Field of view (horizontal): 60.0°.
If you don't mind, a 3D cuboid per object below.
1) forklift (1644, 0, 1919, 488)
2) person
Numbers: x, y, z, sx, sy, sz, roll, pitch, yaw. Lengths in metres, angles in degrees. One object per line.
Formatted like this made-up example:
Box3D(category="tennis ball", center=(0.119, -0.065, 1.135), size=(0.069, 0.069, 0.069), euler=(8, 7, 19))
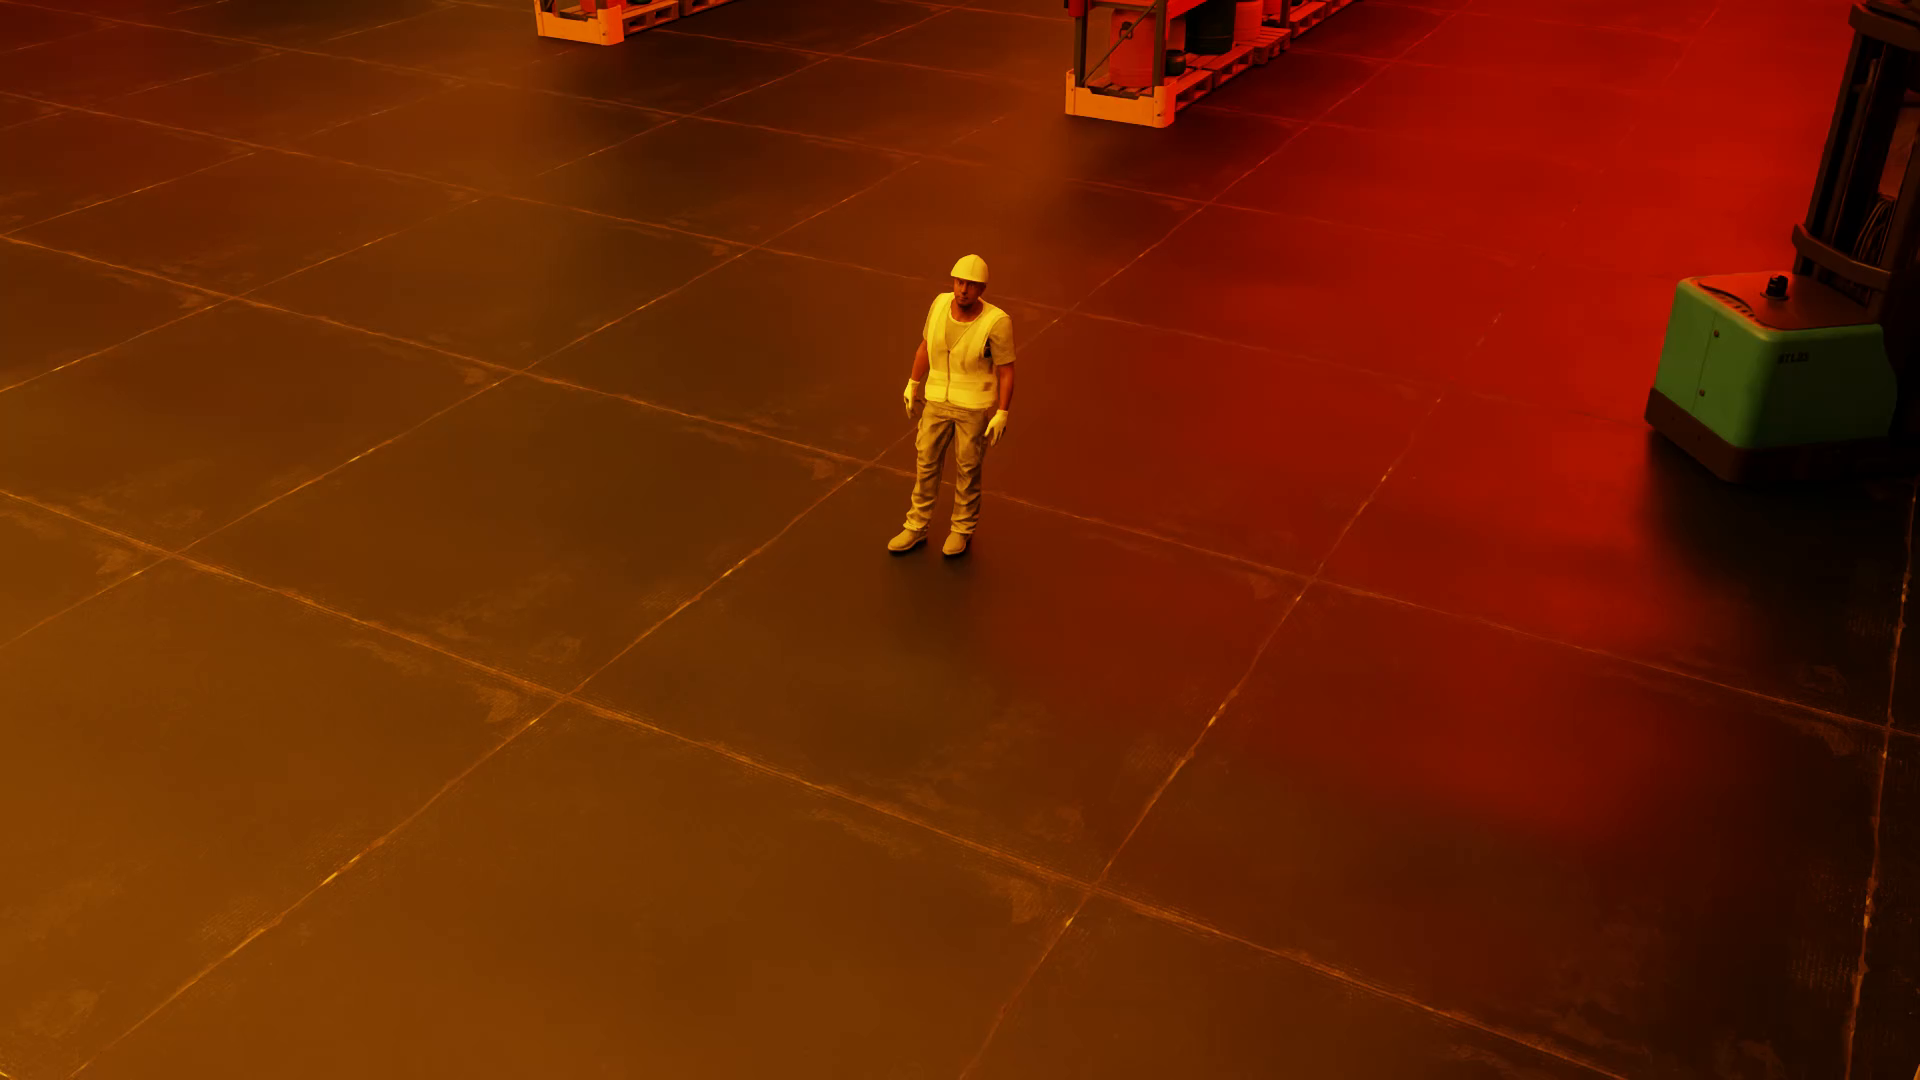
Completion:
Box3D(category="forklift", center=(6.212, -1.956, 10.460), size=(3.031, 2.935, 1.130), euler=(-6, 30, -10))
Box3D(category="person", center=(-0.043, -0.750, 9.503), size=(0.656, 1.782, 0.577), euler=(15, 33, 25))
